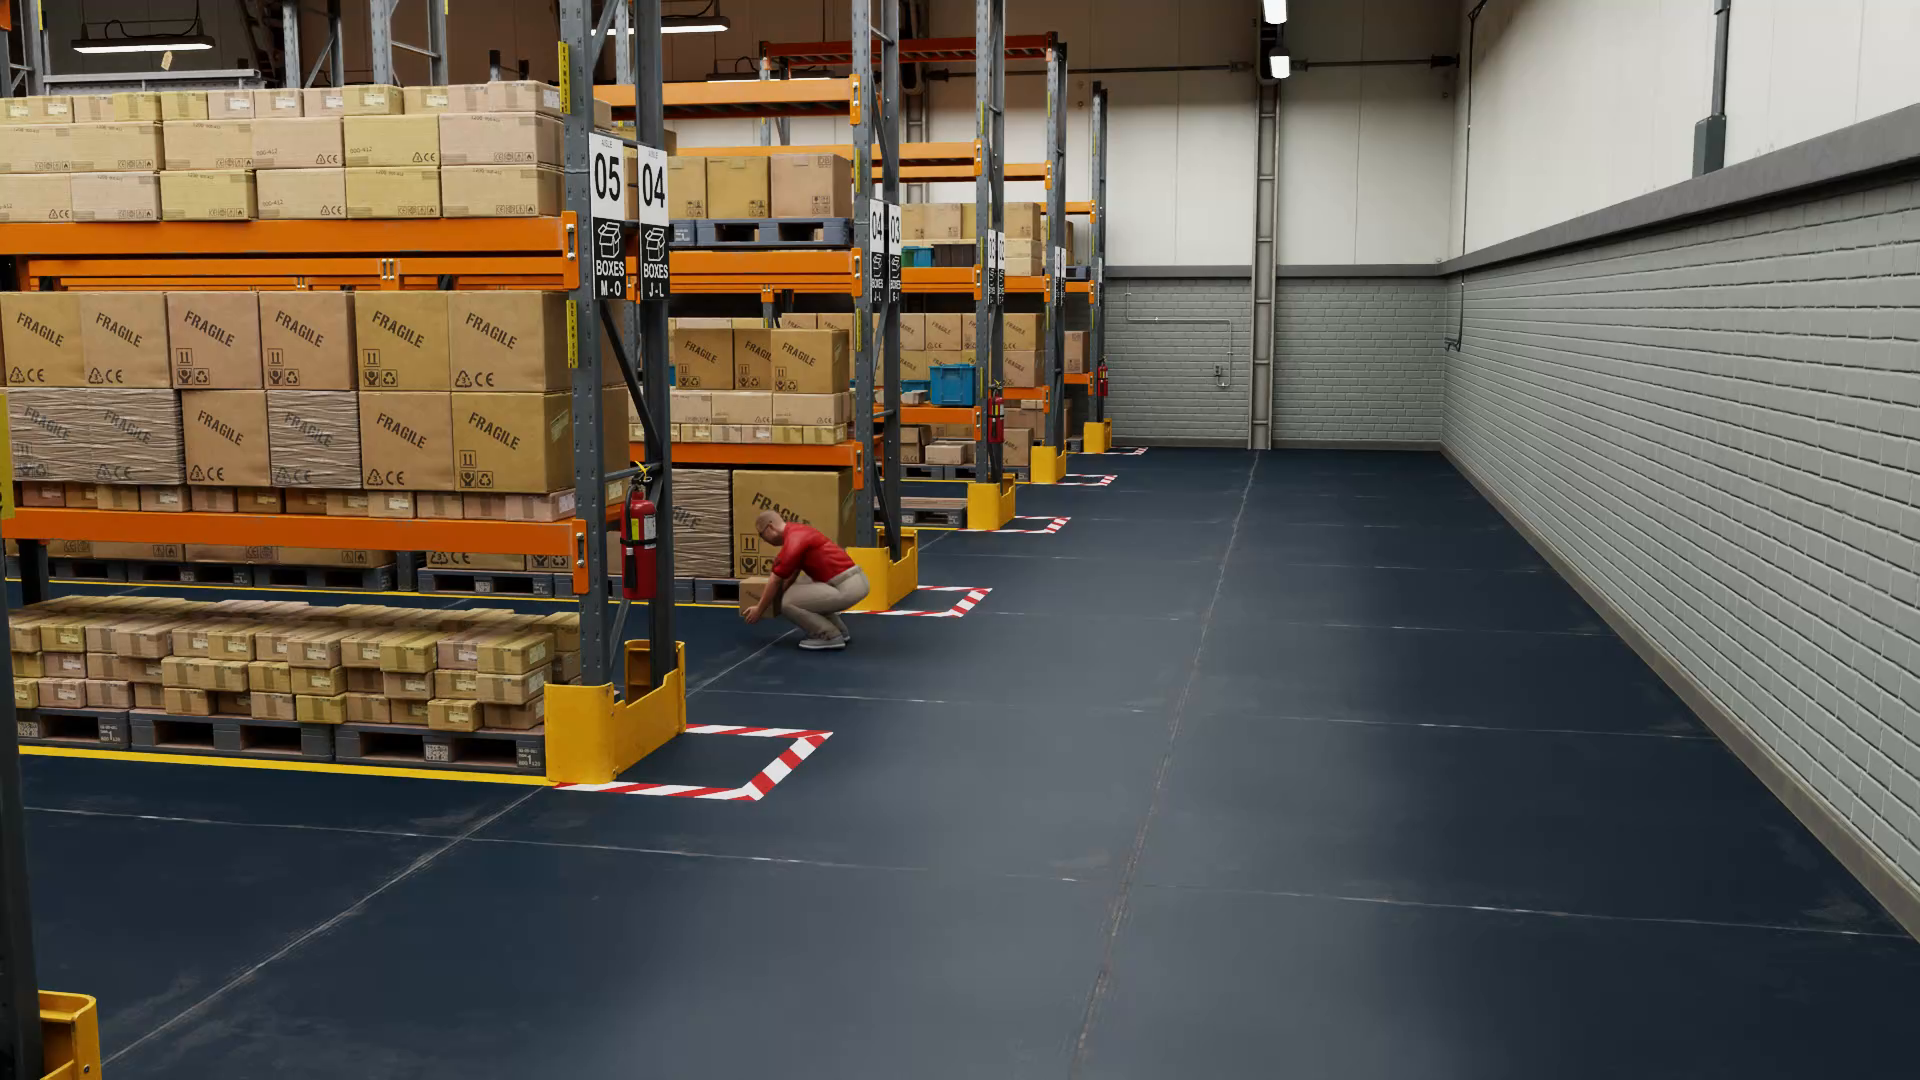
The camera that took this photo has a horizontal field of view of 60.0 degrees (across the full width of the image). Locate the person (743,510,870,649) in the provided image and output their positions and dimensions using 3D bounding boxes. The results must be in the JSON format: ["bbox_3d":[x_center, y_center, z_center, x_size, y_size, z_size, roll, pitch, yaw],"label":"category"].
[{"bbox_3d":[-1.081,0.268,11.734,0.870,0.972,0.557,2,8,11],"label":"person"}]
